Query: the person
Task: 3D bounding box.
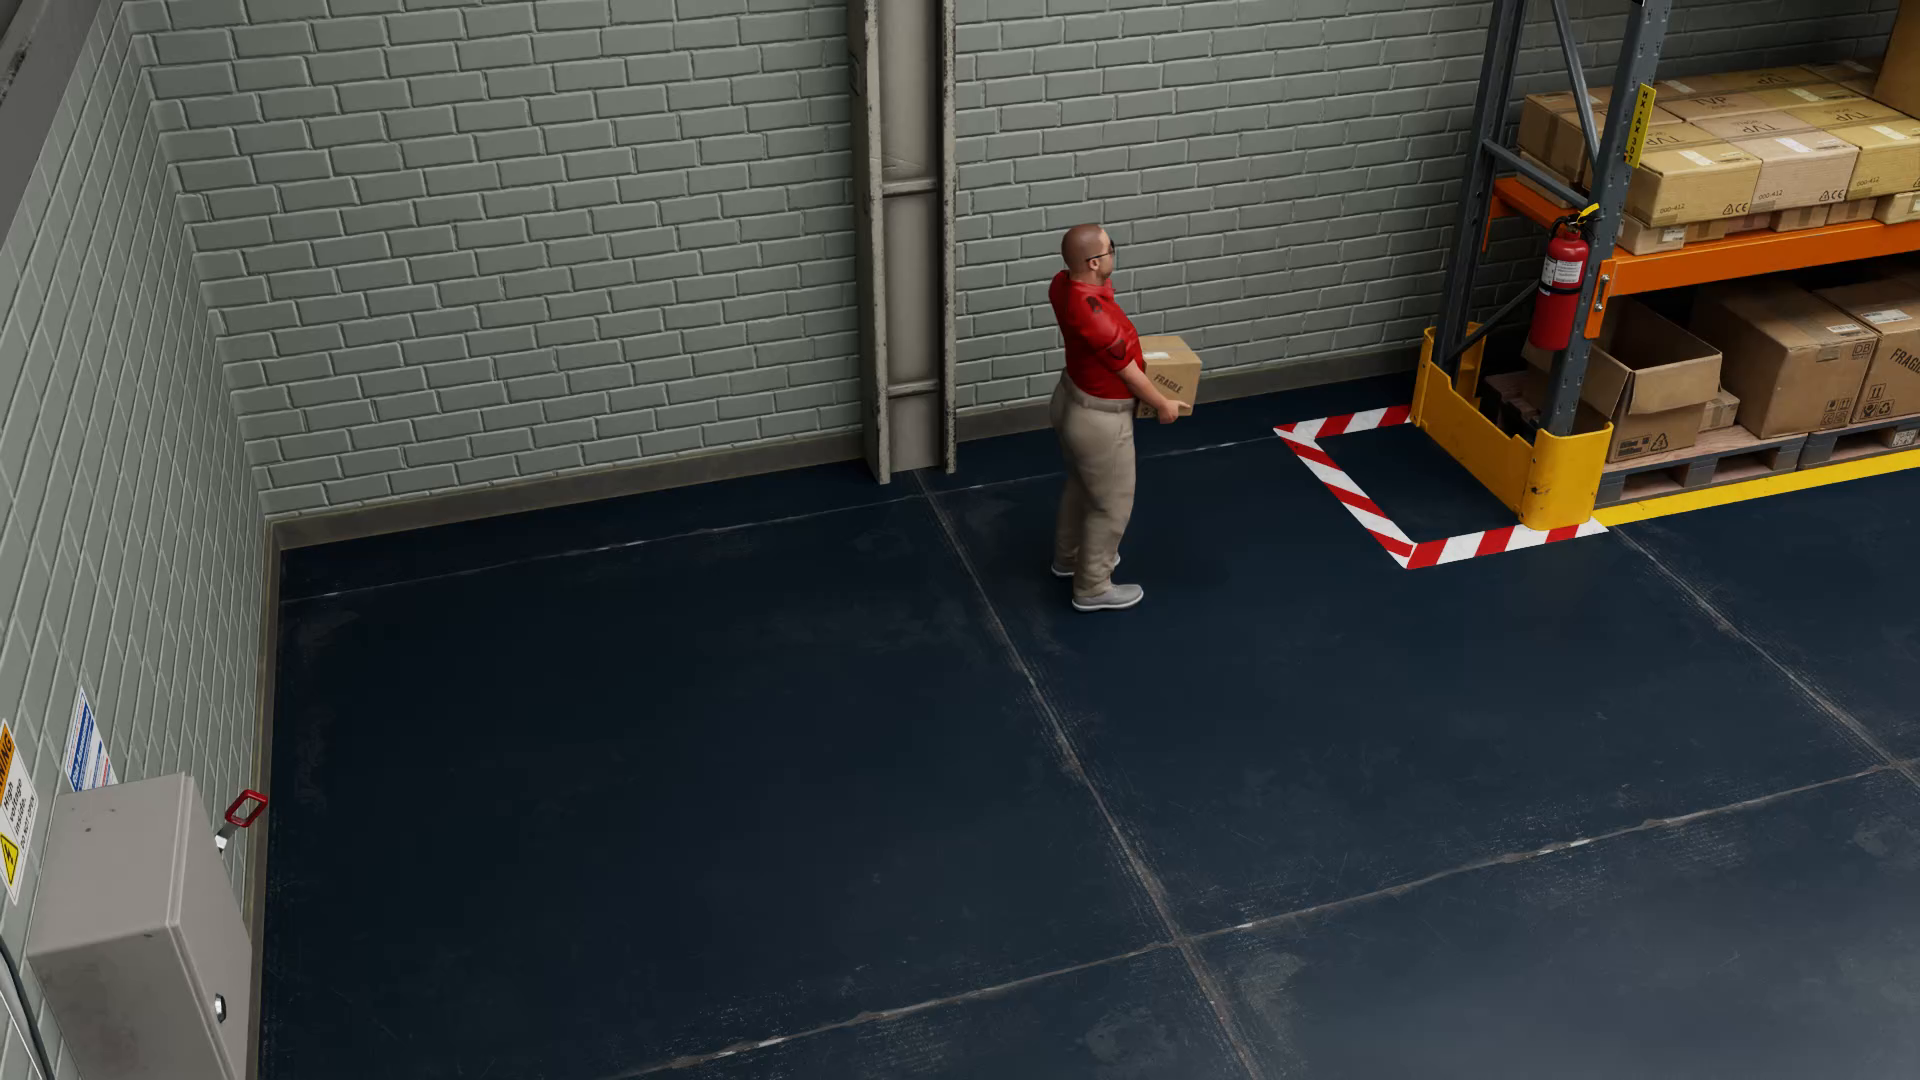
[{"bbox_3d":[0.650,-0.527,6.963,0.538,1.708,0.494,-10,35,-14],"label":"person"}]
